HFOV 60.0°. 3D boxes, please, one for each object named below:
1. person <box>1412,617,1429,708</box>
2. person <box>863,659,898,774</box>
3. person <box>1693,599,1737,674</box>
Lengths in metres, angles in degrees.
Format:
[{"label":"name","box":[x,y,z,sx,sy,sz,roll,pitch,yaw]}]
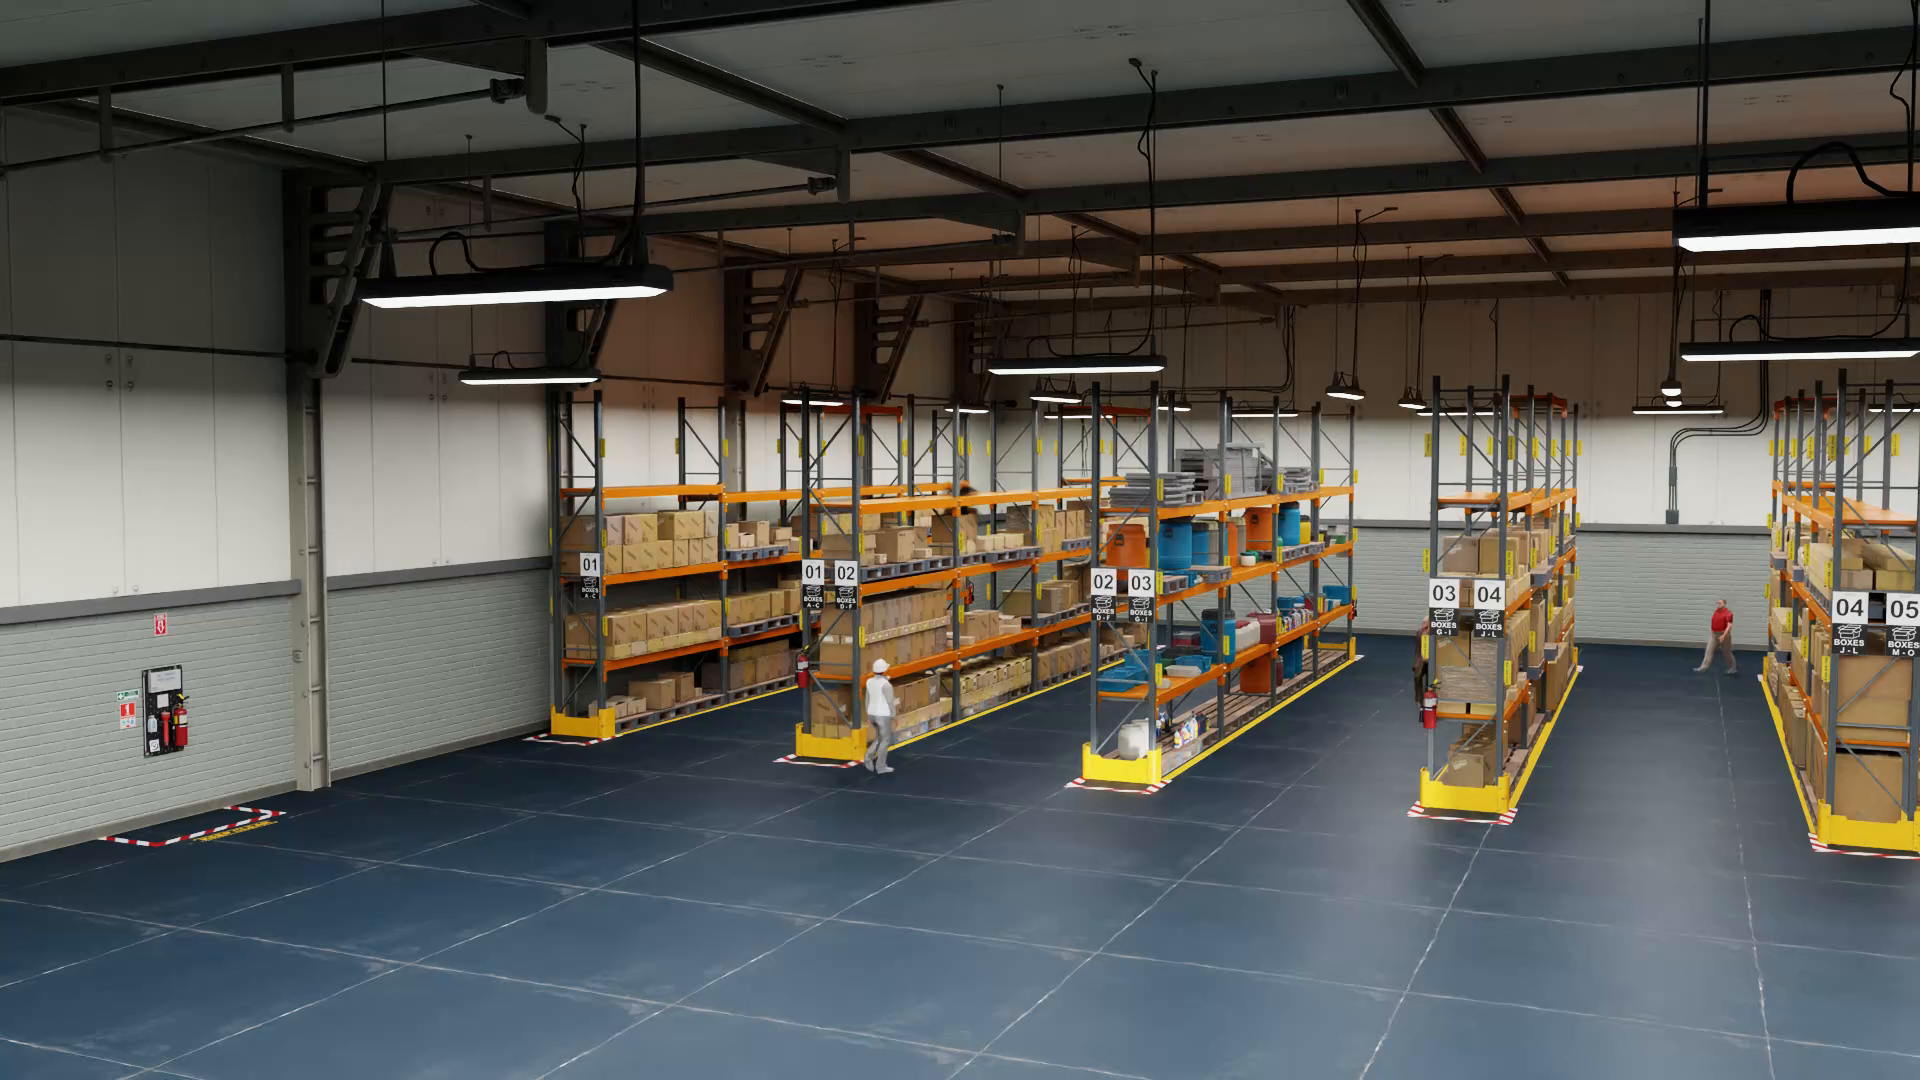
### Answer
[{"label":"person","box":[9.090,2.388,32.318,0.561,1.814,0.938,1,3,24]},{"label":"person","box":[-1.217,2.694,25.481,0.481,1.763,0.535,-2,4,-35]},{"label":"person","box":[16.674,2.120,36.562,1.063,1.655,0.584,-2,4,-29]}]
